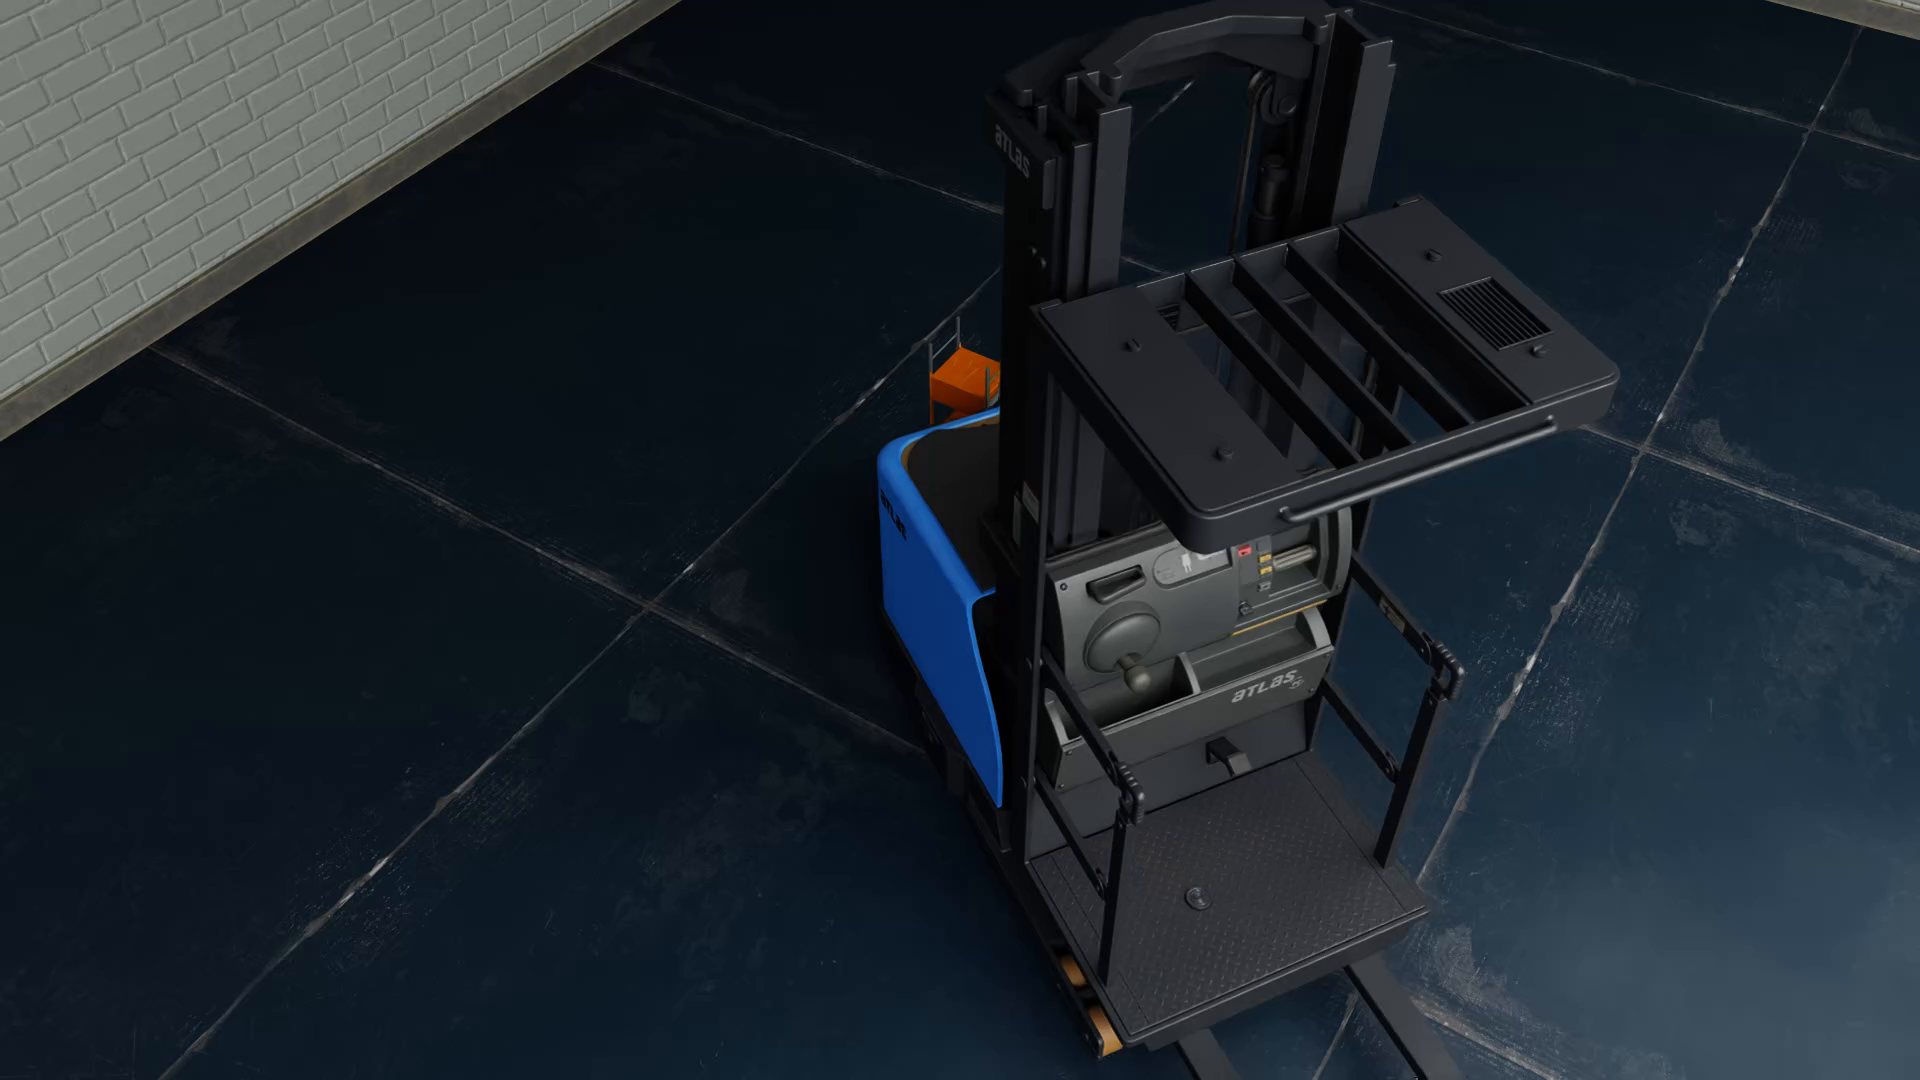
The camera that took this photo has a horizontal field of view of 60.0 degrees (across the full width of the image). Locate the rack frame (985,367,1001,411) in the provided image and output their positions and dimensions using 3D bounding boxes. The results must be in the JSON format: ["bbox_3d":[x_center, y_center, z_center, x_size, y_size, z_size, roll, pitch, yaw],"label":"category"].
[{"bbox_3d":[0.148,-0.298,6.307,0.008,1.050,0.200,25,51,22],"label":"rack frame"}]

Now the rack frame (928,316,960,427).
[{"bbox_3d":[-0.058,-0.392,6.399,0.008,1.050,0.200,25,51,22],"label":"rack frame"}]

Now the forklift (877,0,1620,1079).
[{"bbox_3d":[0.777,0.220,4.493,1.130,2.935,3.031,-18,49,-17],"label":"forklift"}]

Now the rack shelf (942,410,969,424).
[{"bbox_3d":[0.045,-0.338,6.361,0.240,0.259,0.215,25,51,22],"label":"rack shelf"}]

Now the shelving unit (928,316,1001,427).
[{"bbox_3d":[0.045,-0.345,6.353,0.252,1.050,0.215,25,51,22],"label":"shelving unit"}]

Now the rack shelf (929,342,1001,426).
[{"bbox_3d":[0.045,-0.536,6.157,0.240,0.259,0.215,25,51,22],"label":"rack shelf"}]
